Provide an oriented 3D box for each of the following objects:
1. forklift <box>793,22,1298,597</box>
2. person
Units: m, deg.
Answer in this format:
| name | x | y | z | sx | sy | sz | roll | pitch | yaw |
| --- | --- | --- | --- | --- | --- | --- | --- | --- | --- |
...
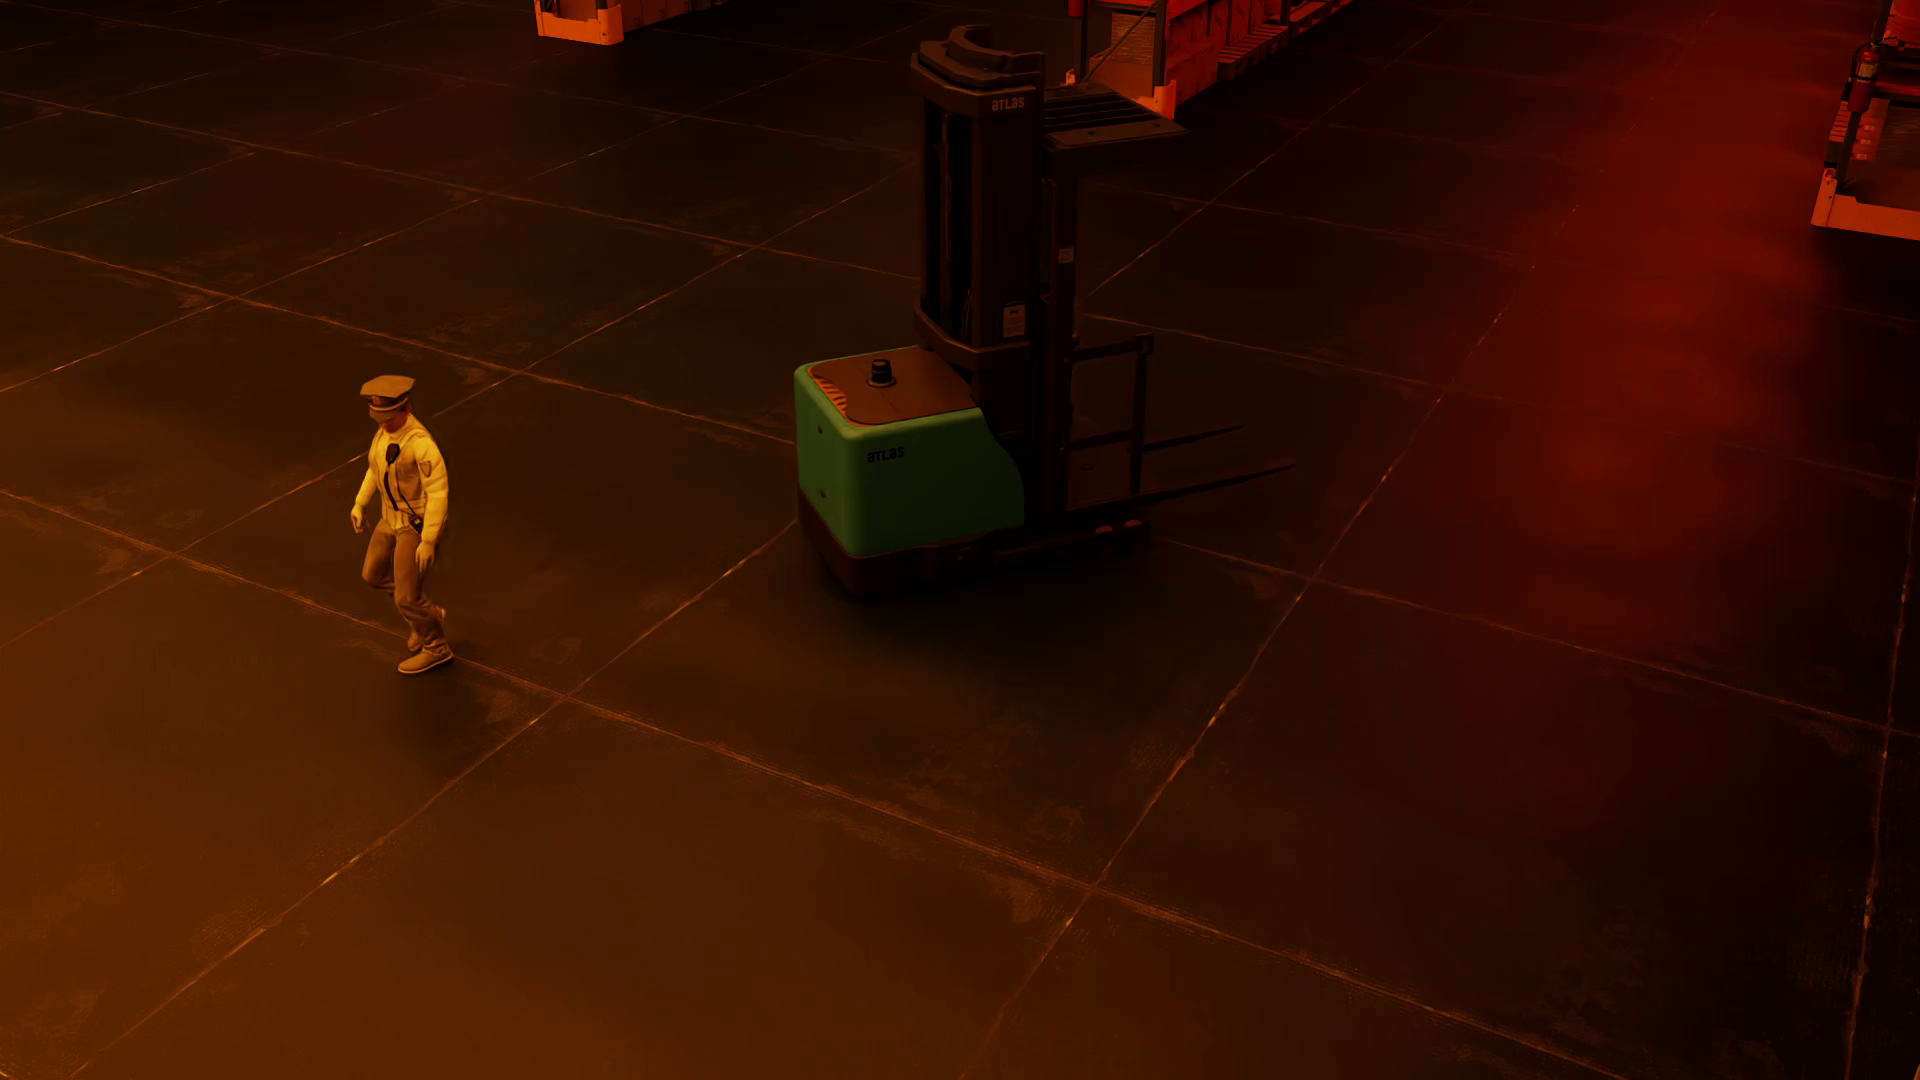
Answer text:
| name | x | y | z | sx | sy | sz | roll | pitch | yaw |
| --- | --- | --- | --- | --- | --- | --- | --- | --- | --- |
| forklift | 0.588 | -1.418 | 9.527 | 3.031 | 2.935 | 1.130 | -12 | 32 | -20 |
| person | -2.817 | -0.041 | 8.449 | 0.430 | 1.646 | 0.732 | -19 | 35 | -29 |
